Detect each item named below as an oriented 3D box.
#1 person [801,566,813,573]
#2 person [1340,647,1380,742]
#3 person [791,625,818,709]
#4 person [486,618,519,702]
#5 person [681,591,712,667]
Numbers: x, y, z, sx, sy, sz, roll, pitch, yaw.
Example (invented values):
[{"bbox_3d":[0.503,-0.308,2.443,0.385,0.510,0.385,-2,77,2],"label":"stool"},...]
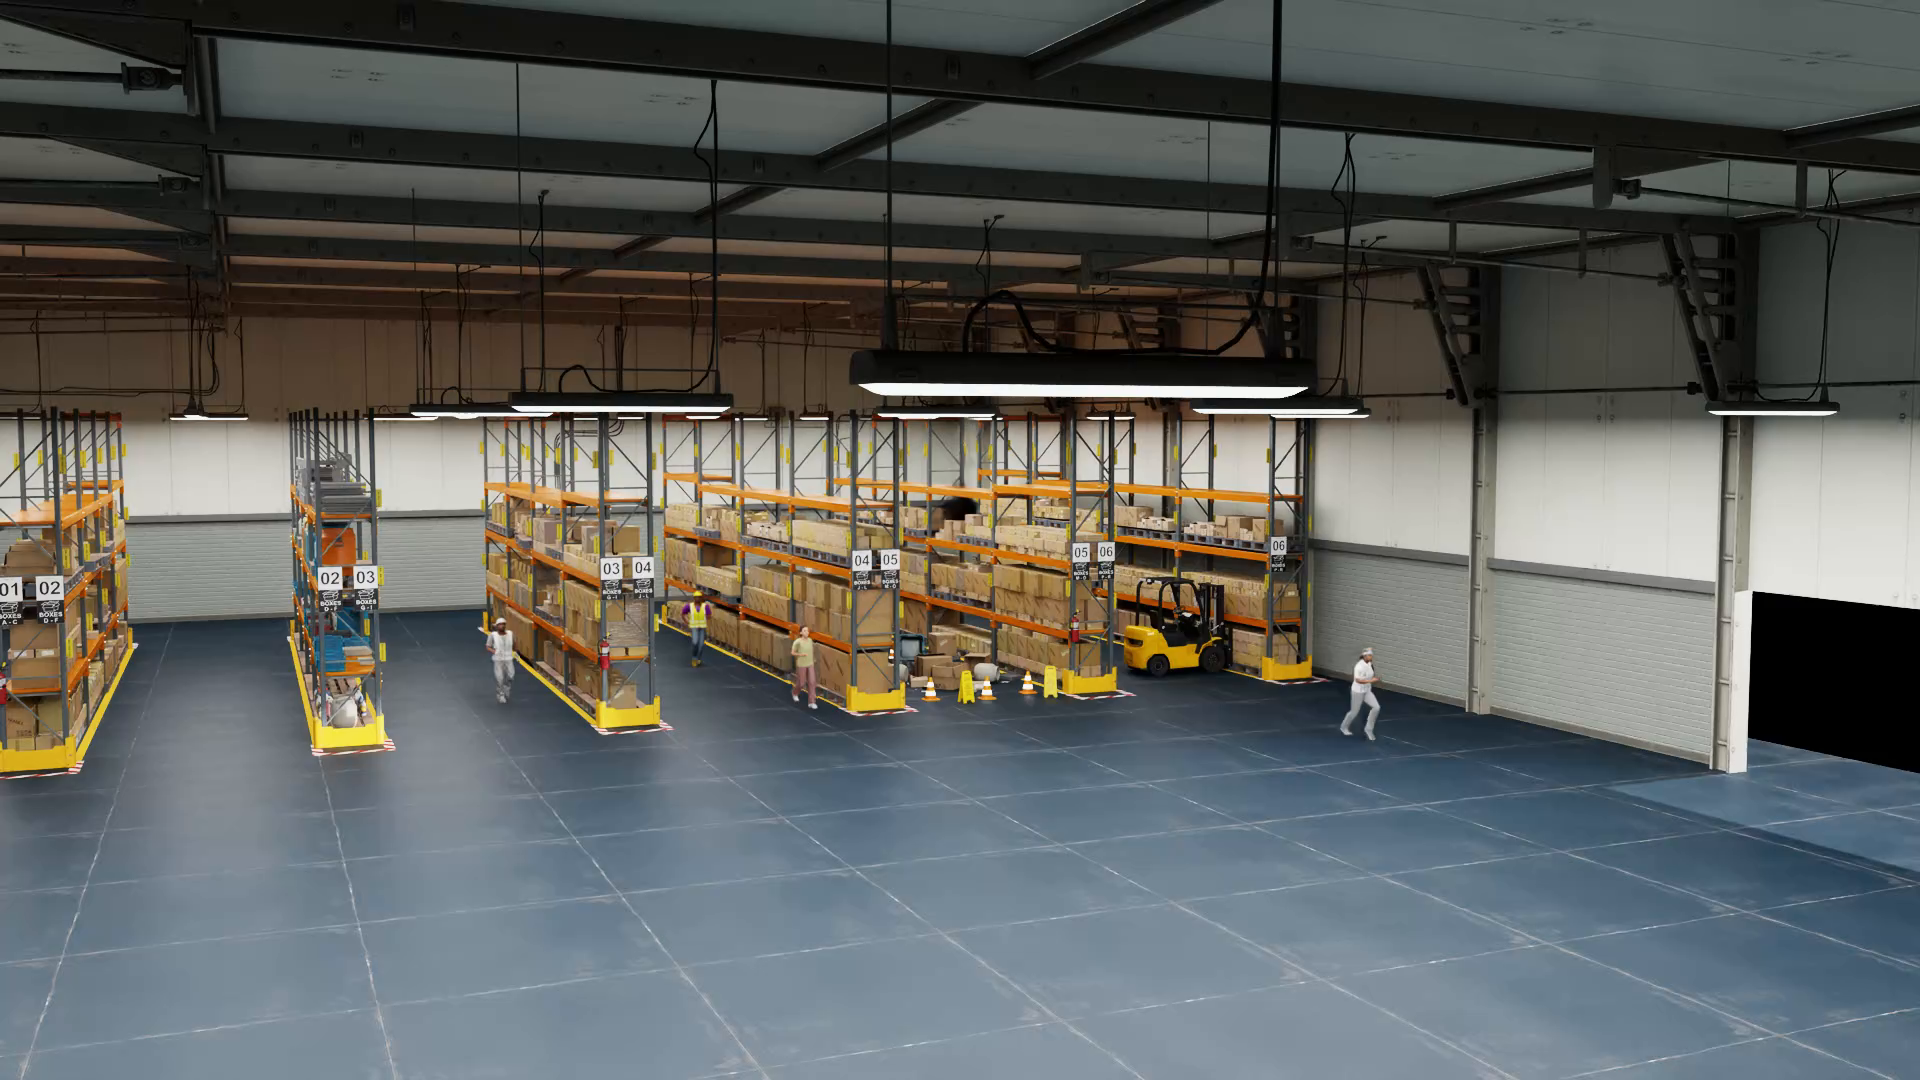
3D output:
[{"bbox_3d":[-4.671,1.329,50.856,0.861,1.709,0.634,-1,4,-16],"label":"person"},{"bbox_3d":[7.261,2.778,30.135,0.599,1.721,0.831,-4,6,-45],"label":"person"},{"bbox_3d":[-3.100,2.529,33.380,0.582,1.642,0.892,-2,5,-31],"label":"person"},{"bbox_3d":[-9.345,2.466,34.045,0.678,1.739,0.583,-2,5,-29],"label":"person"},{"bbox_3d":[-6.177,2.106,39.184,0.676,1.794,0.684,-2,4,-21],"label":"person"}]
